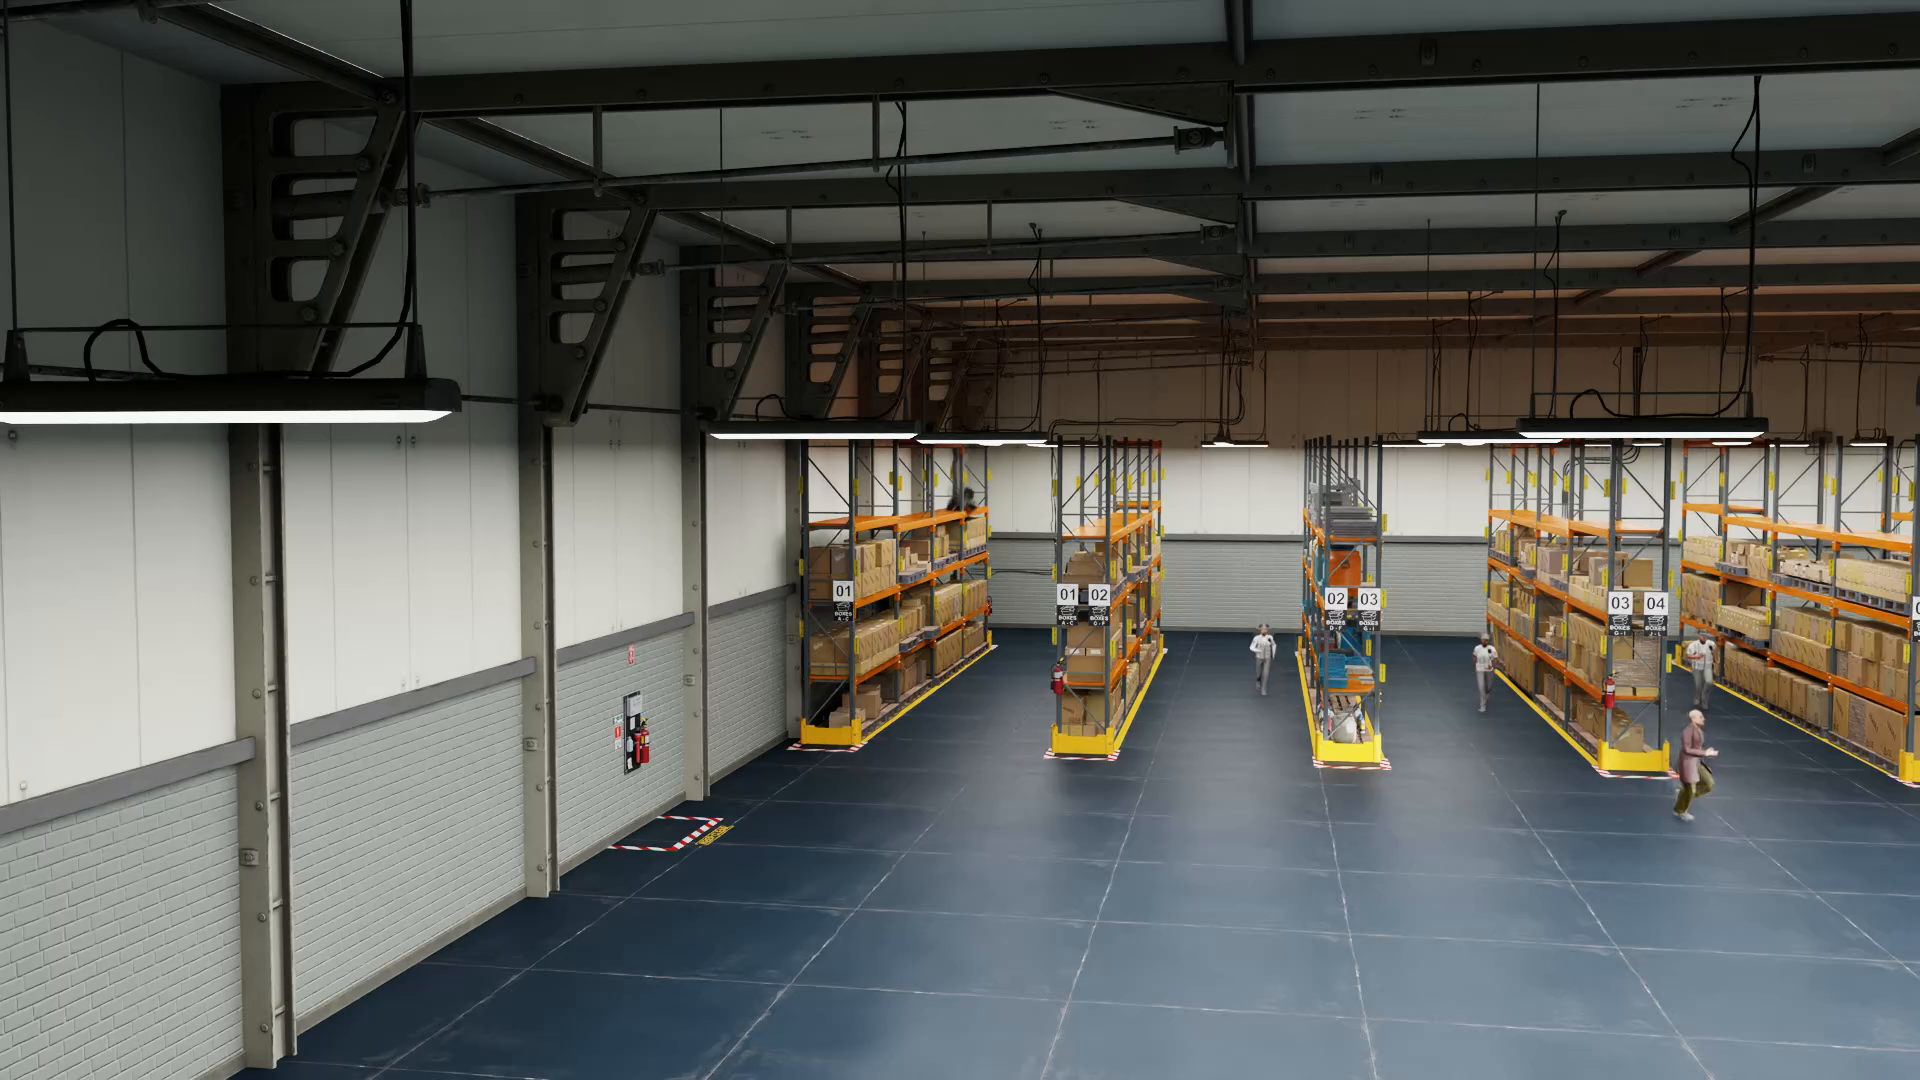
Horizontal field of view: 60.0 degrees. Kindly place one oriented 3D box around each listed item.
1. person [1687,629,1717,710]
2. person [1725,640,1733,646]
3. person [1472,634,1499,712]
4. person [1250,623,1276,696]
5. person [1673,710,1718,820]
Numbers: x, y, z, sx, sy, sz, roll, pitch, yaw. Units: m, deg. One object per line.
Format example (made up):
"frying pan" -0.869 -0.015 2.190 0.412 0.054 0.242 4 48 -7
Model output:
"person" 16.440 2.859 36.828 0.689 1.809 0.856 1 3 11
"person" 20.918 2.443 45.322 0.739 1.693 0.601 -2 4 -35
"person" 11.631 2.908 36.815 0.546 1.704 1.077 1 3 13
"person" 7.110 2.774 38.973 0.623 1.669 0.760 0 3 3
"person" 11.323 3.467 25.599 0.761 1.728 0.723 -3 4 -43
